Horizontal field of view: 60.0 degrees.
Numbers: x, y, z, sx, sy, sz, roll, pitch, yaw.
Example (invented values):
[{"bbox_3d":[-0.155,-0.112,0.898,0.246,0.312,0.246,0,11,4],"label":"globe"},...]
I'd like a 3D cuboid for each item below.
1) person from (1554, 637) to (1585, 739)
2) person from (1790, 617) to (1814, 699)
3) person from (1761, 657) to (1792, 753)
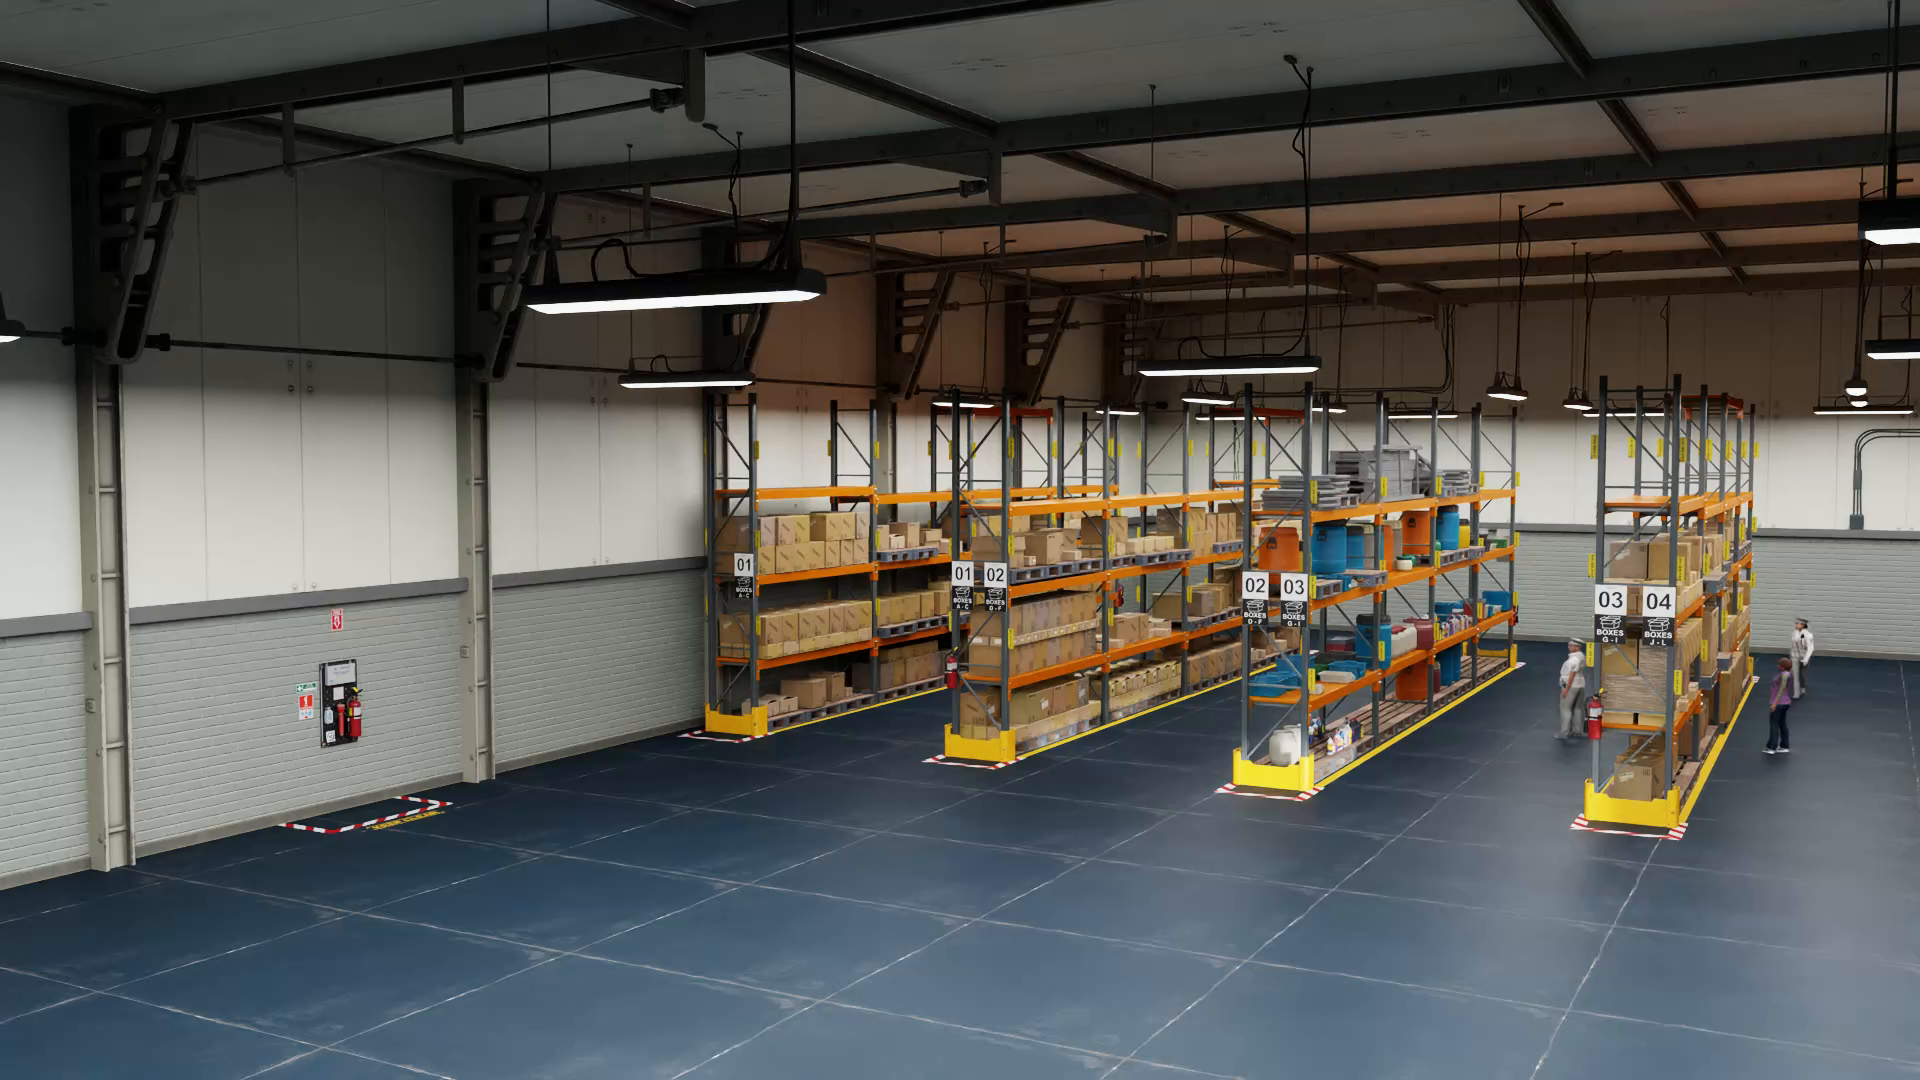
[{"bbox_3d":[10.599,2.564,28.850,0.592,1.773,0.444,-3,4,-43],"label":"person"},{"bbox_3d":[16.974,2.370,33.548,0.419,1.626,1.044,1,3,24],"label":"person"},{"bbox_3d":[13.462,2.724,27.393,0.412,1.597,0.477,3,4,43],"label":"person"}]
